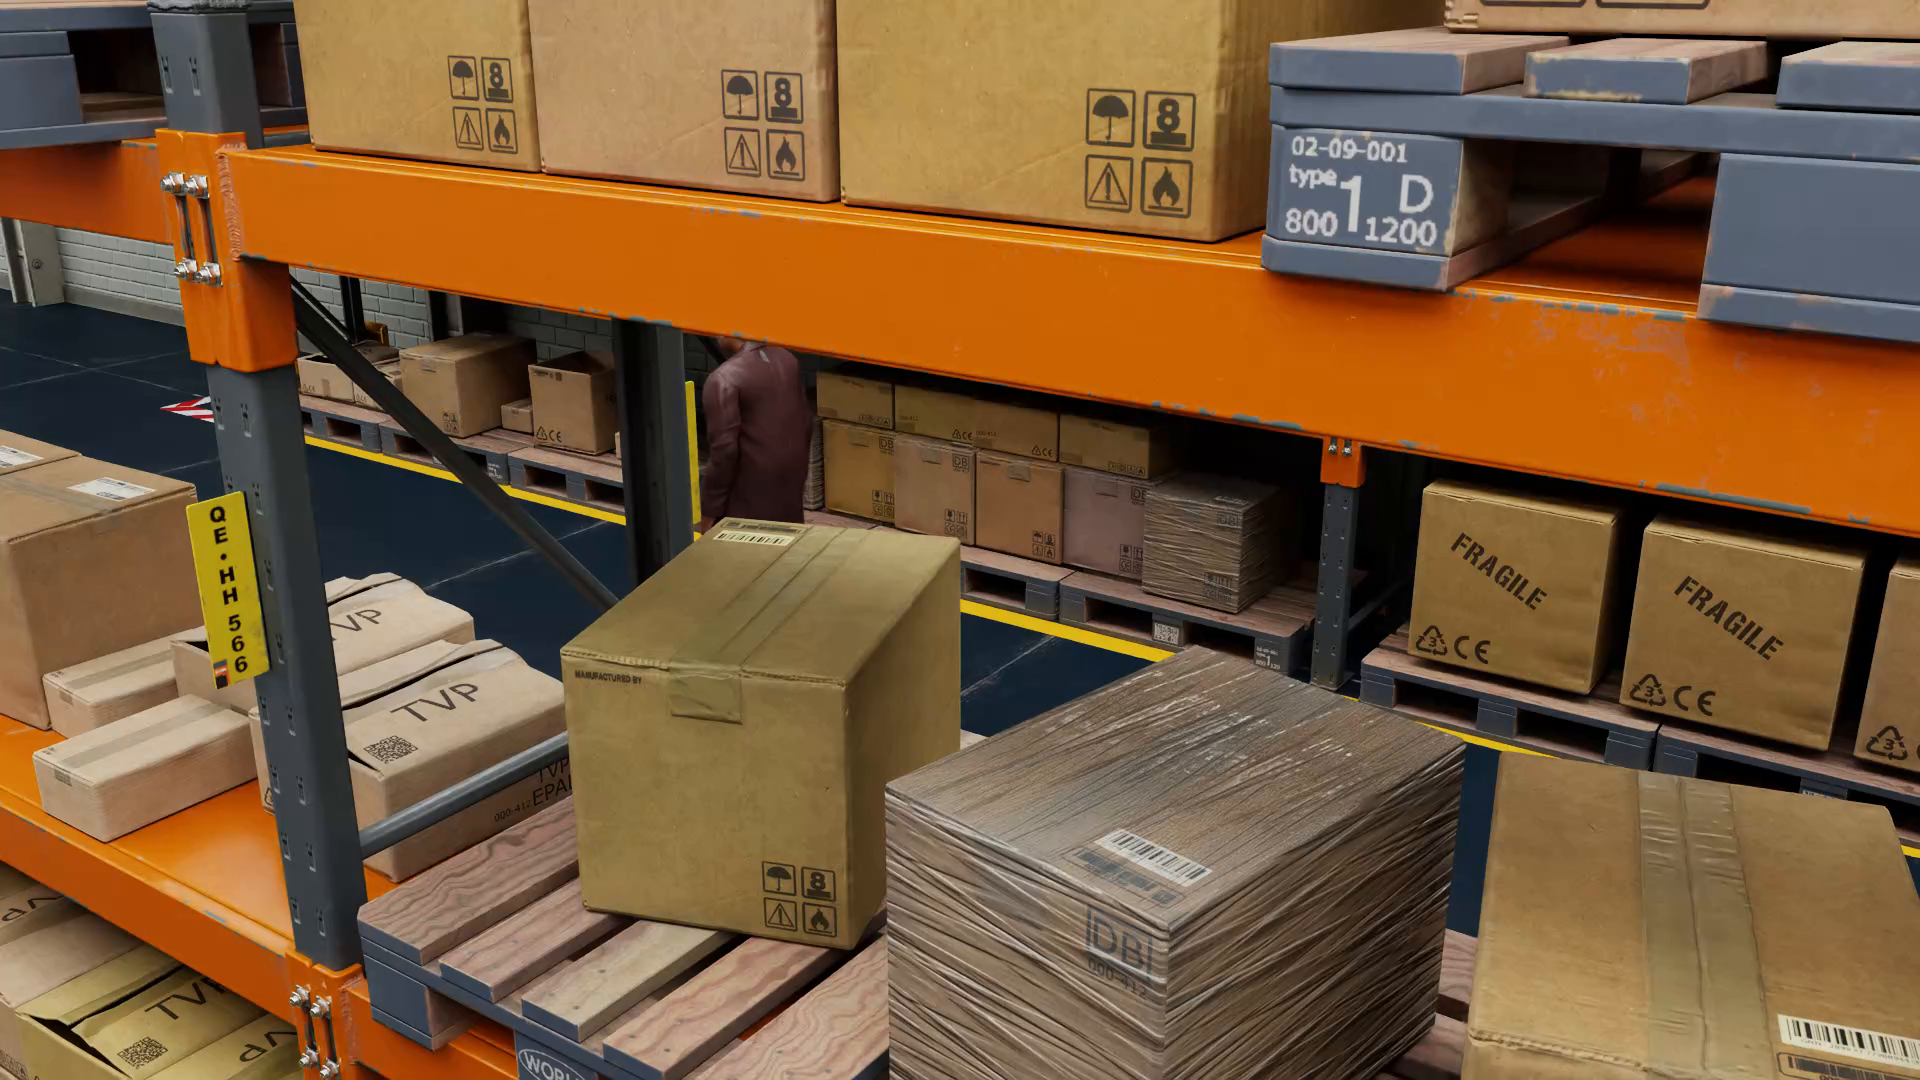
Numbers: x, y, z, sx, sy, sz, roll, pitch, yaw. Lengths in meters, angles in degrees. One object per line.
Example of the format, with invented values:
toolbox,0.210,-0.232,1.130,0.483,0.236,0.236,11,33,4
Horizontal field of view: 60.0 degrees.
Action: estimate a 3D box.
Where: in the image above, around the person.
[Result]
person,-0.874,-0.175,7.085,0.427,1.774,0.644,13,23,32
